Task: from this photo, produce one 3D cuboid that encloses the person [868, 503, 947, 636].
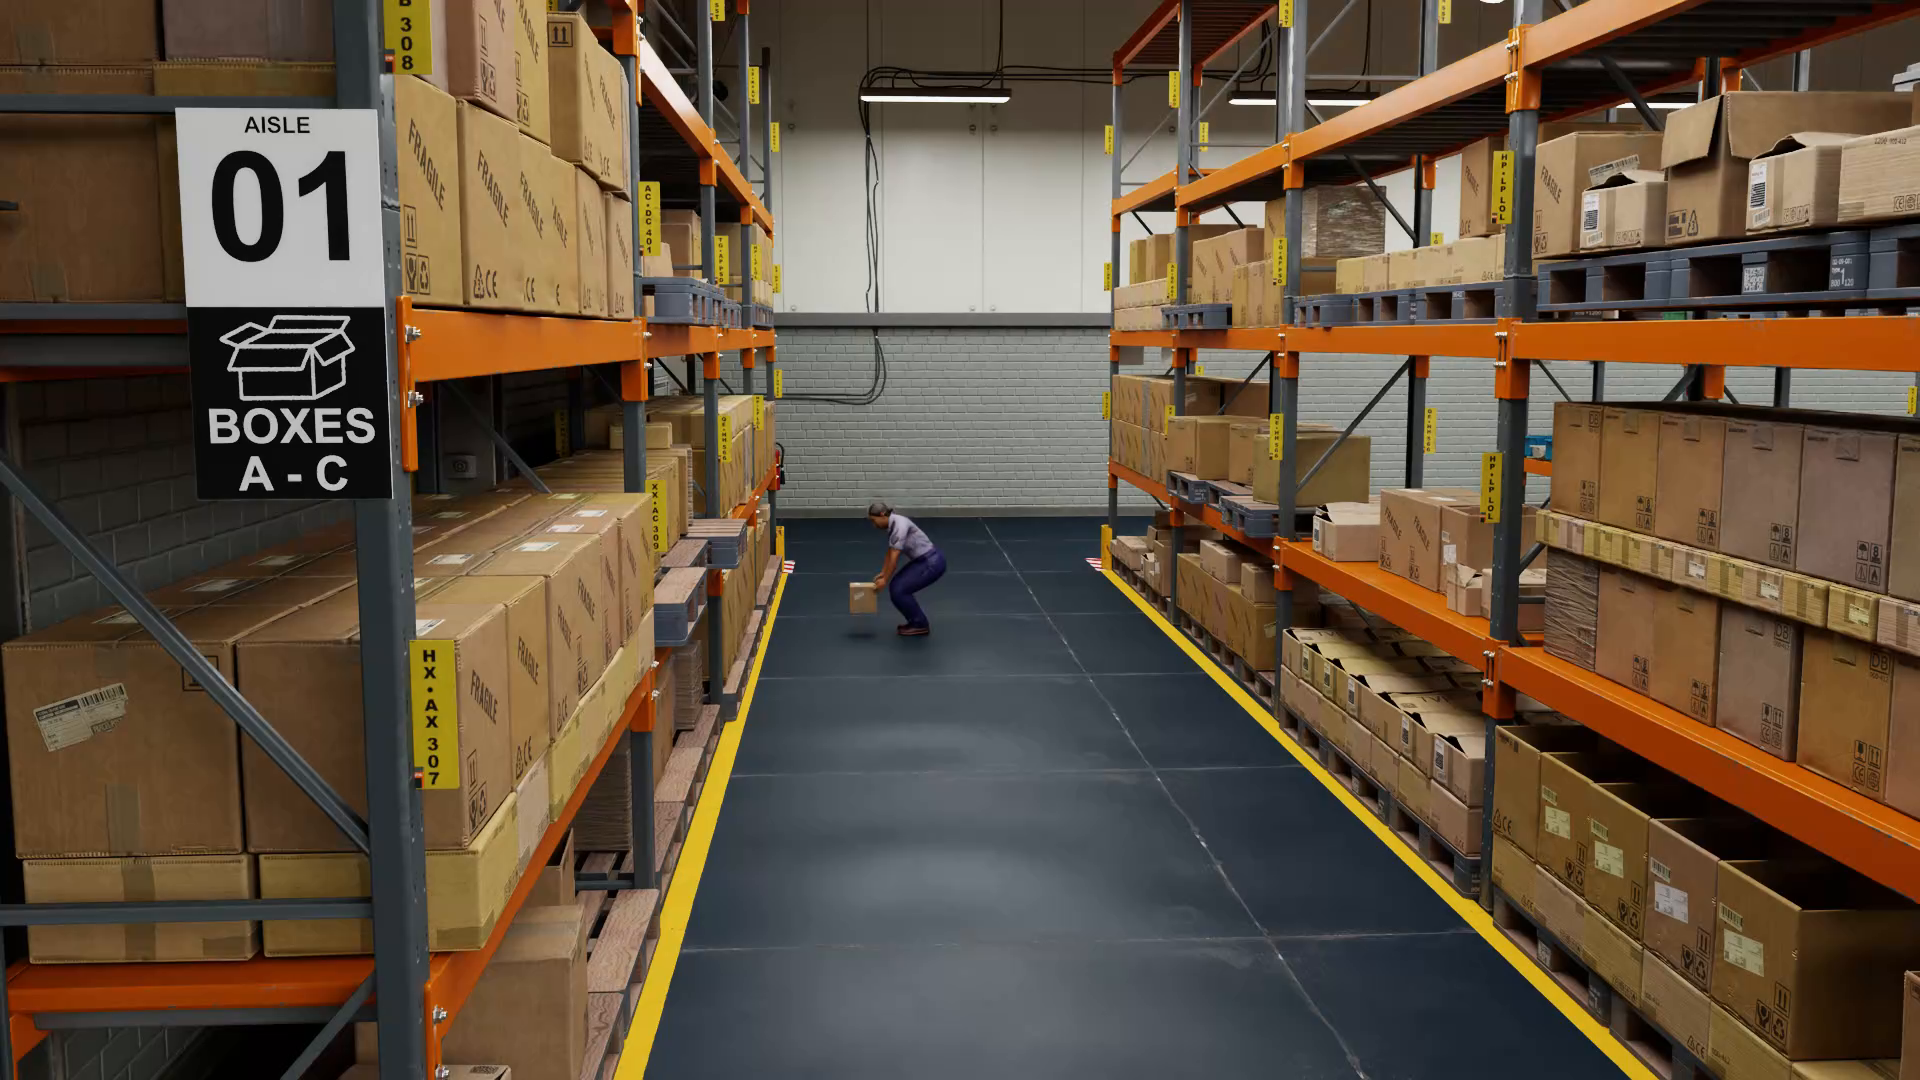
[{"bbox_3d":[-0.484,0.259,15.449,0.727,1.230,0.540,0,7,-4],"label":"person"}]
